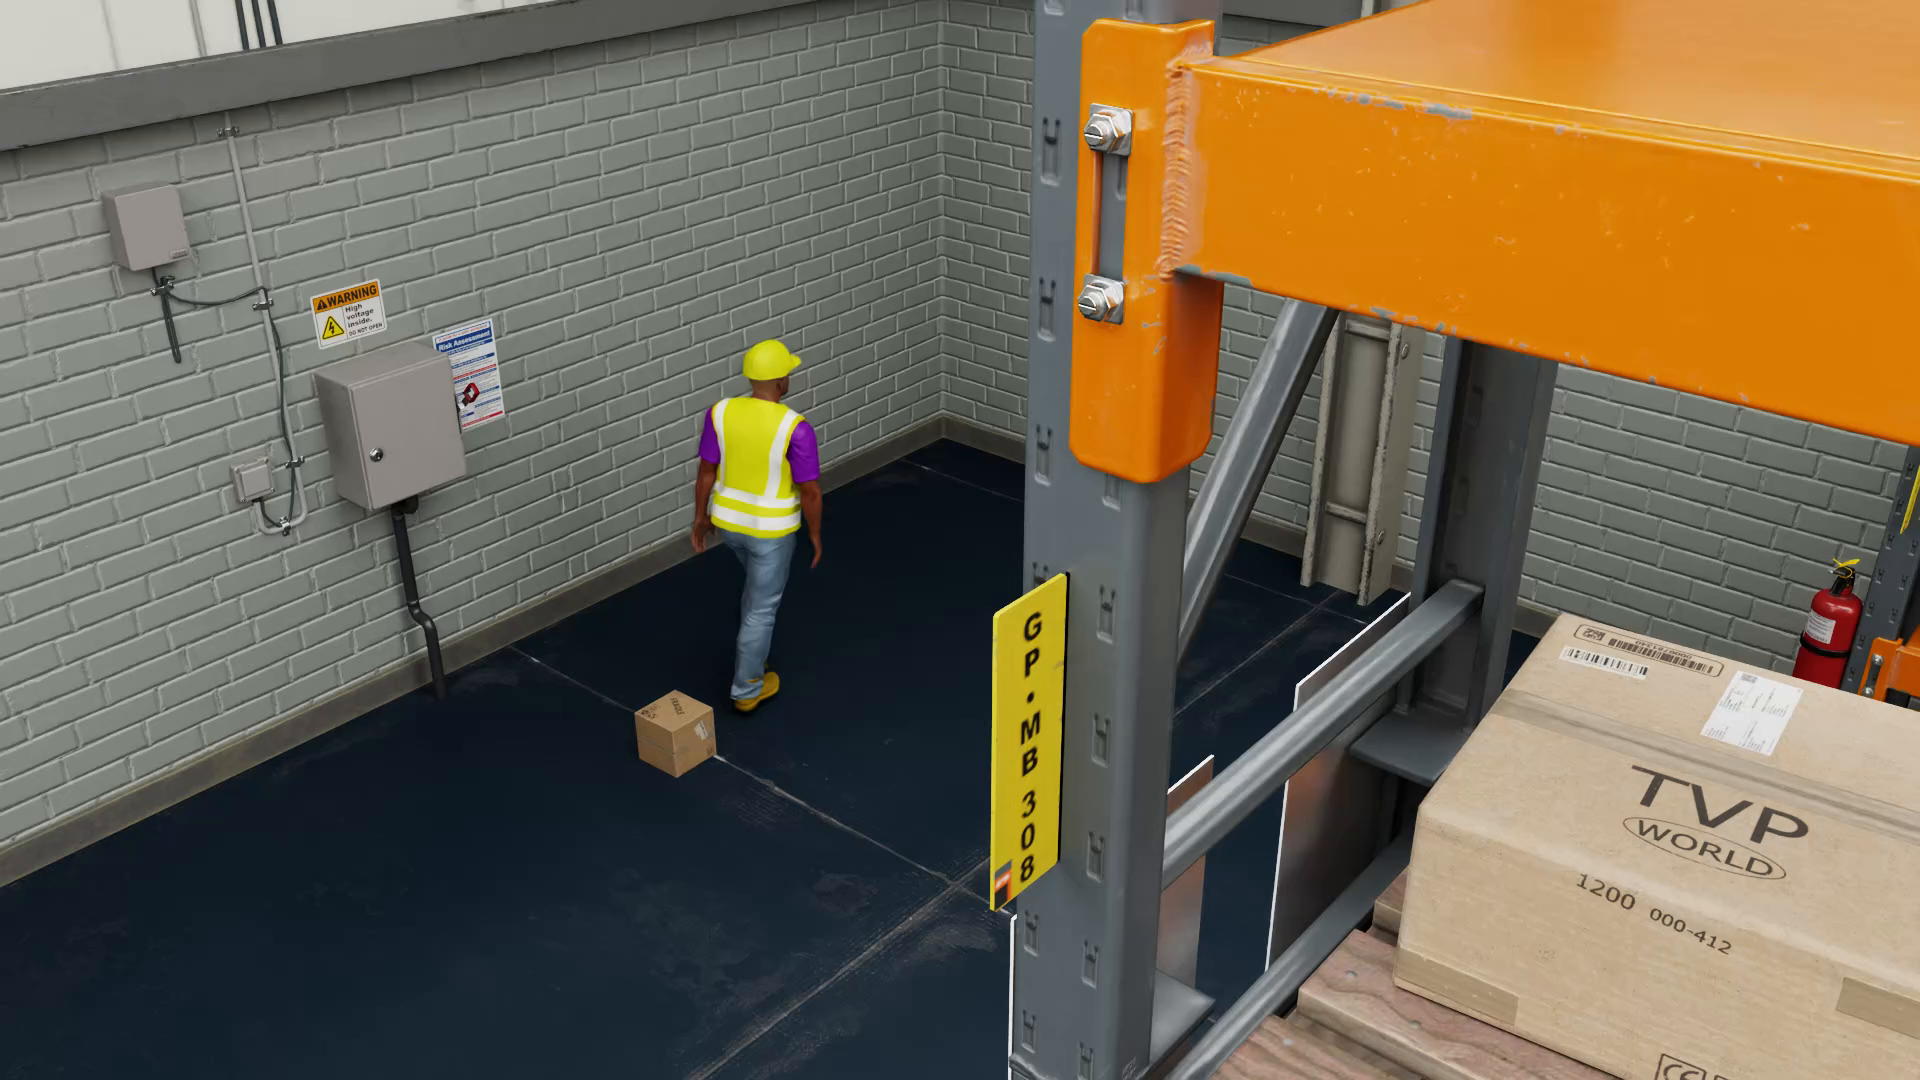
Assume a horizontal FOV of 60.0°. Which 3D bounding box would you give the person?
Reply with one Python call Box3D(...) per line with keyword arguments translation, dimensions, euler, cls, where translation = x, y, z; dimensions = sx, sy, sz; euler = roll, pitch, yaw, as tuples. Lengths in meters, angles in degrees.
Box3D(translation=(-0.927, -0.044, 7.687), dimensions=(0.607, 1.785, 0.561), euler=(14, 30, 25), cls="person")
